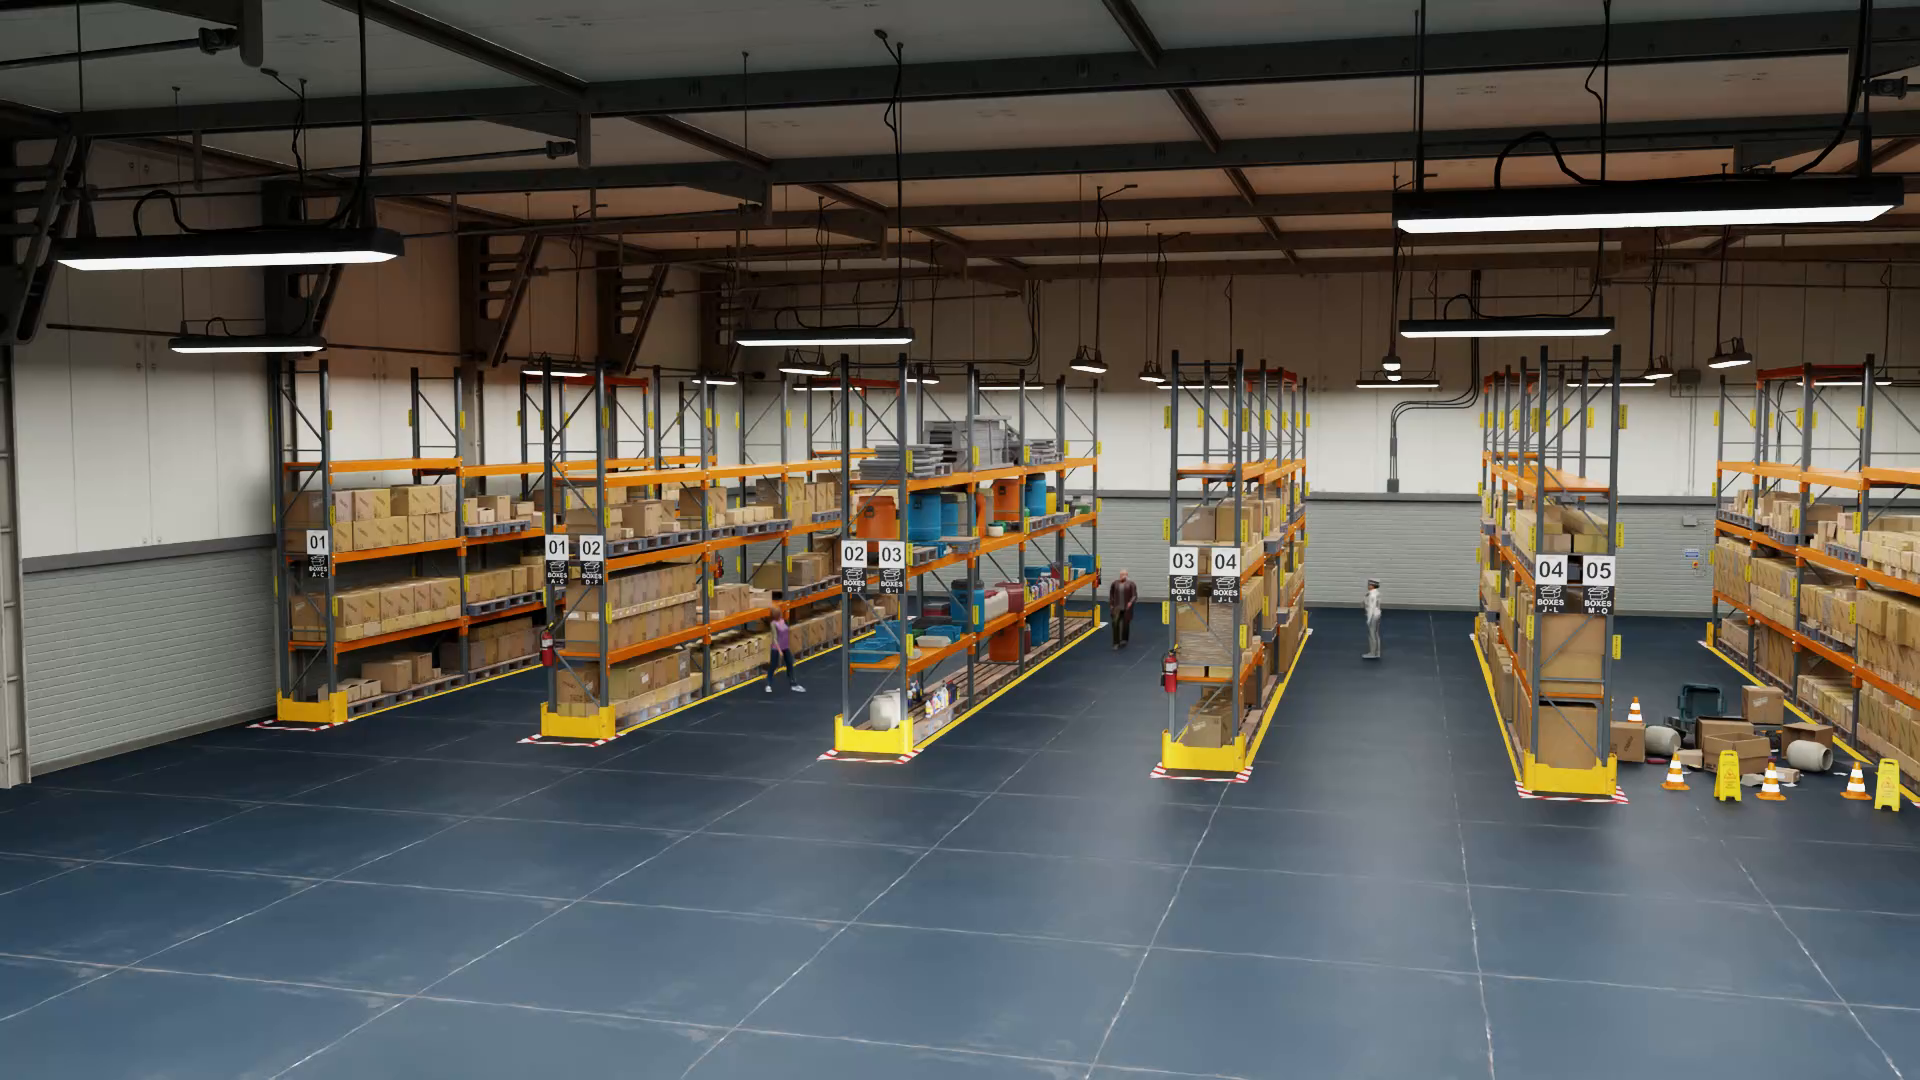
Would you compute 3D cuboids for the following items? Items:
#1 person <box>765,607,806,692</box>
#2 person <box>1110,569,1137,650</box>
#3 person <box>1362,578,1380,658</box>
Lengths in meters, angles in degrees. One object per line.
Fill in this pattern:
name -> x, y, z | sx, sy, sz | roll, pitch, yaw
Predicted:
person -> -3.248, 2.004, 30.476 | 0.654, 1.571, 0.556 | 3, 5, 37
person -> 3.583, 1.542, 36.607 | 0.659, 1.814, 0.936 | 1, 4, 15
person -> 8.668, 1.642, 35.002 | 0.356, 1.696, 0.548 | 2, 5, 25
